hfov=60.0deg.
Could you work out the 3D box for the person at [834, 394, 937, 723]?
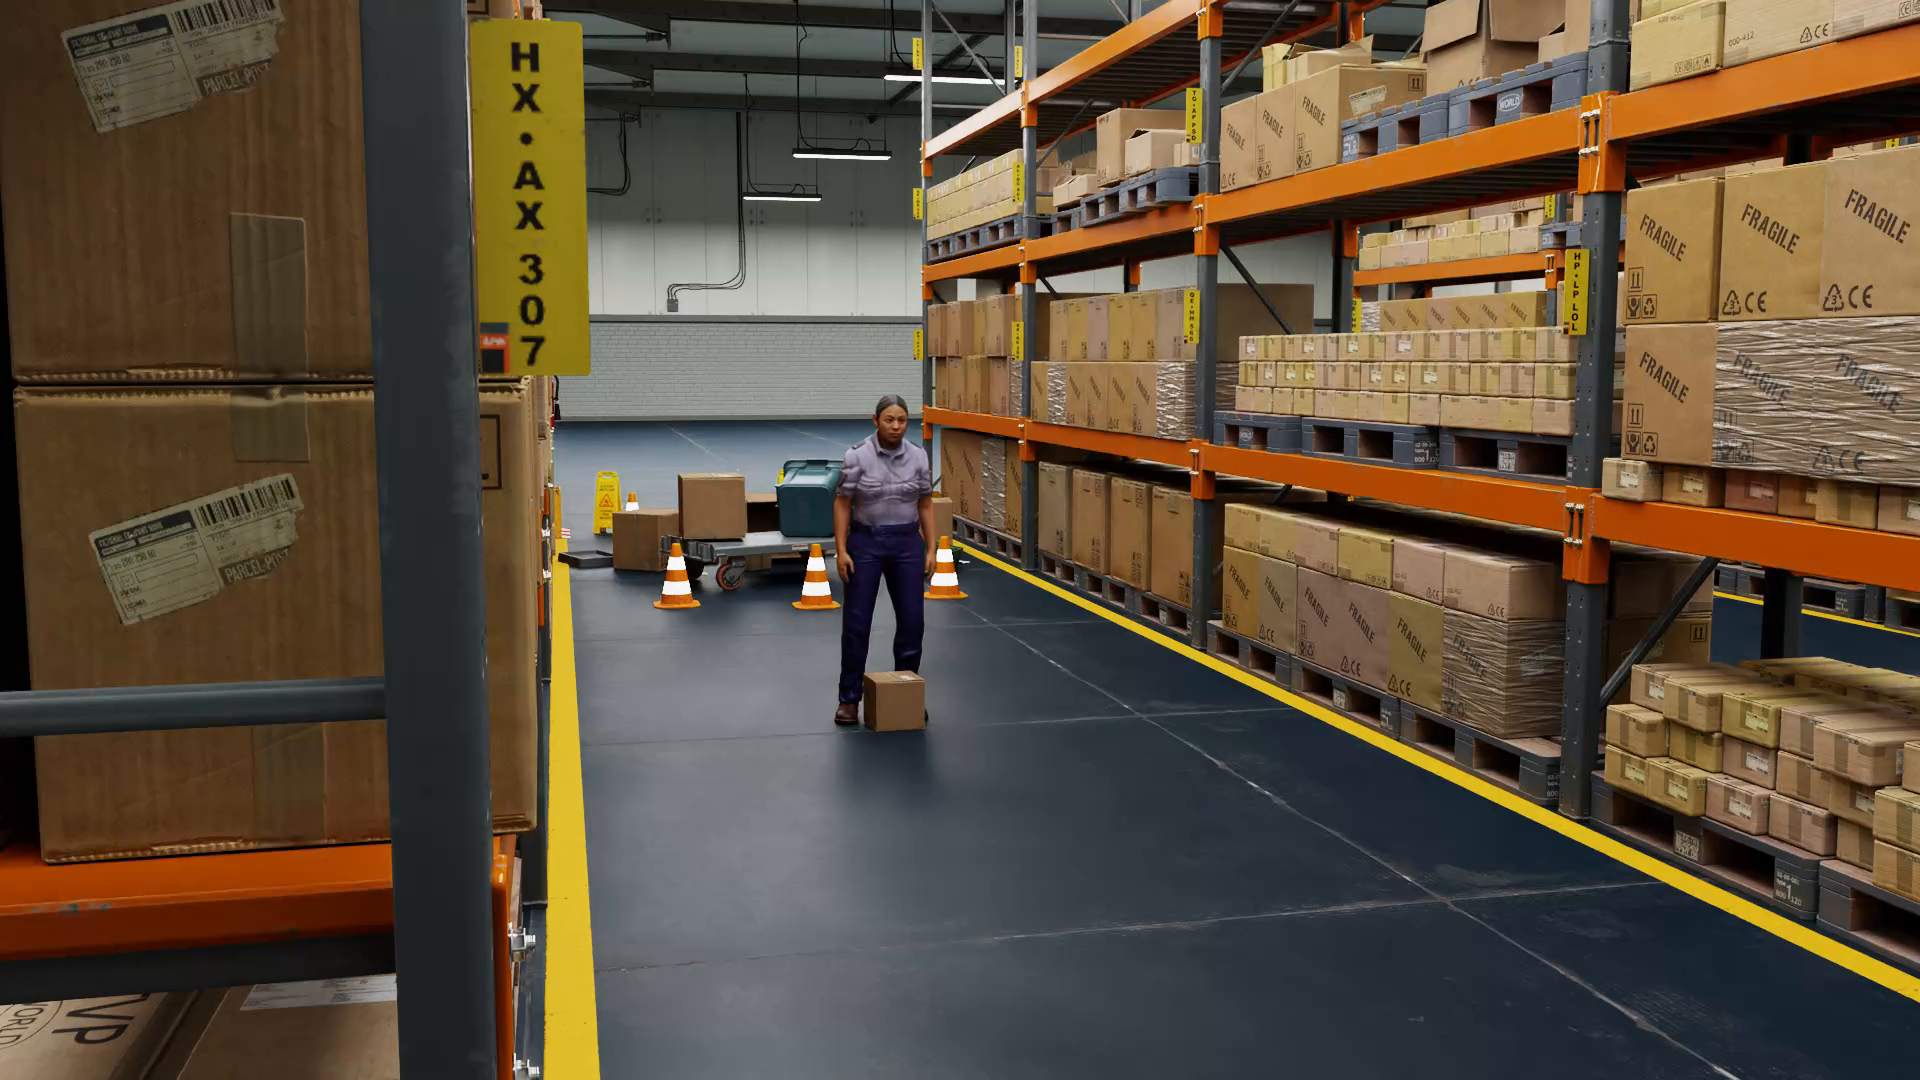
[{"bbox_3d":[-0.389,0.083,8.458,0.558,1.652,0.368,-2,6,-16],"label":"person"}]
